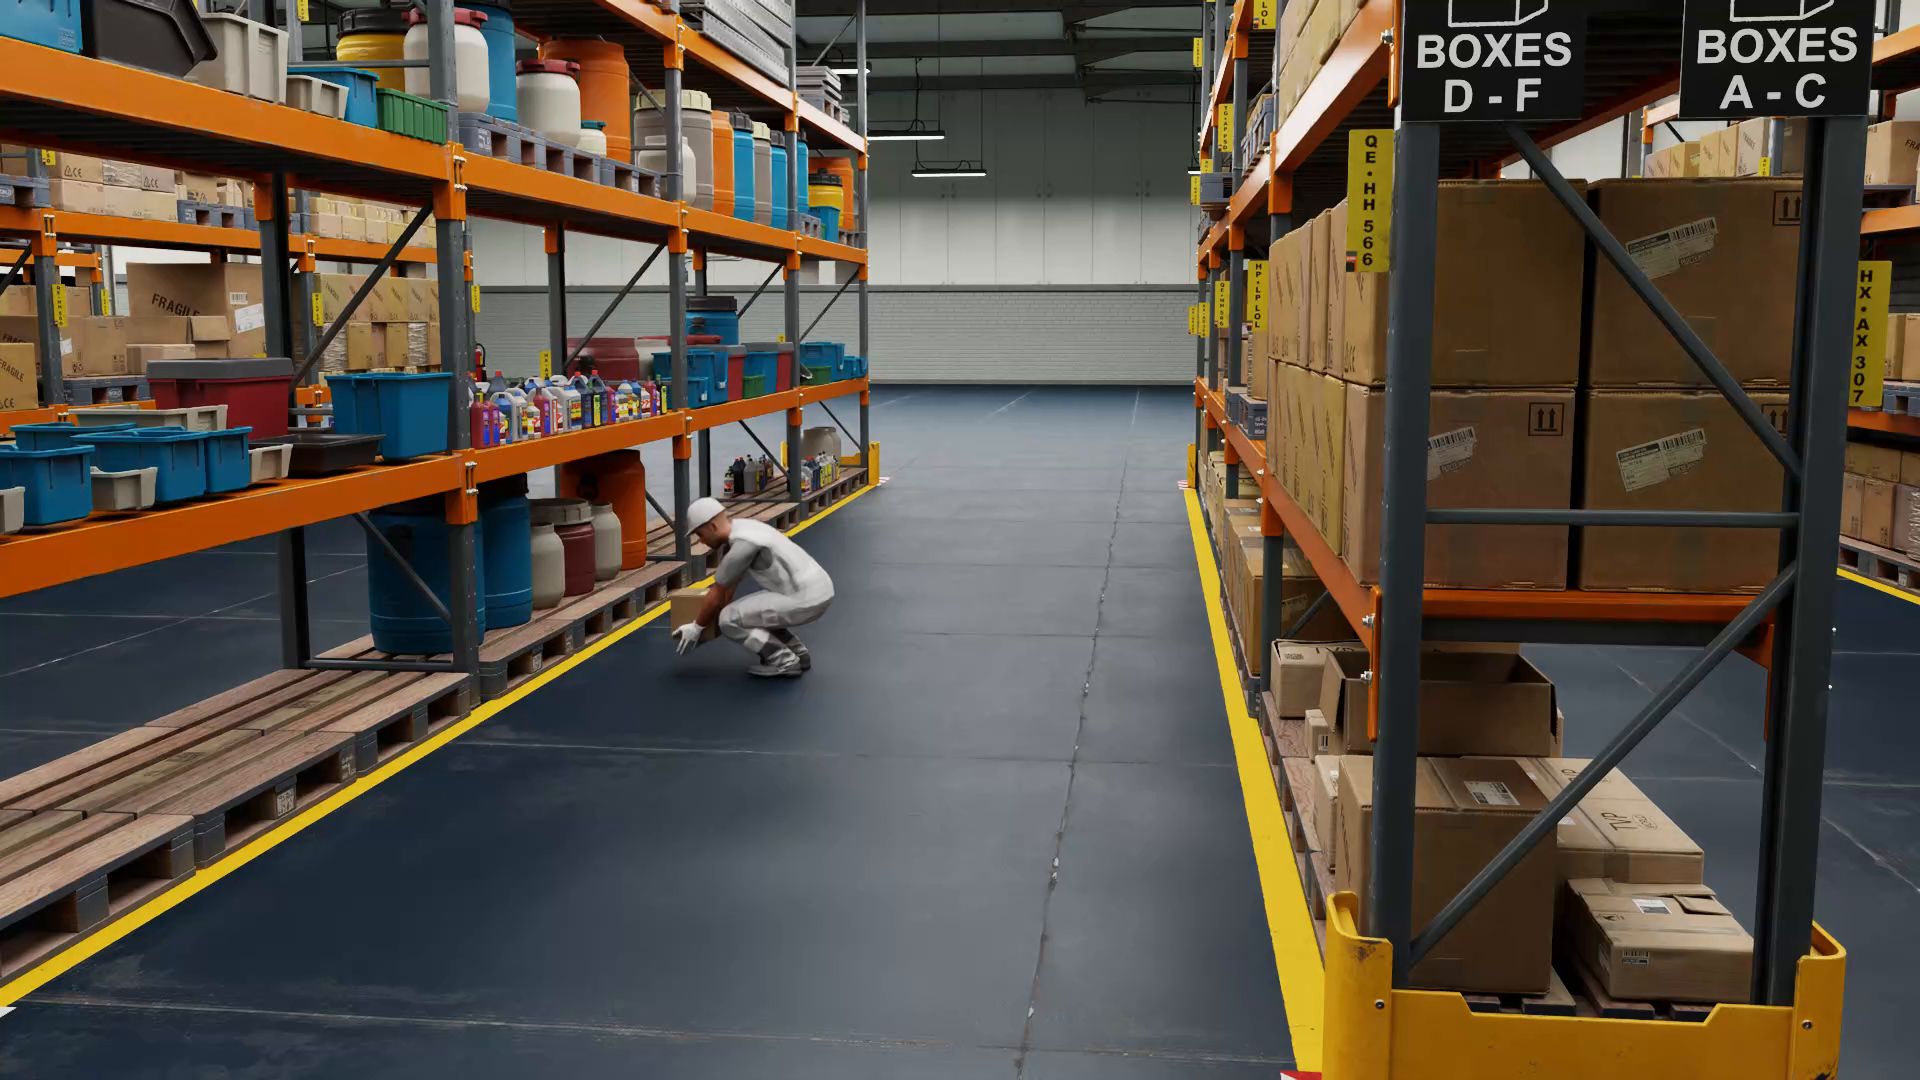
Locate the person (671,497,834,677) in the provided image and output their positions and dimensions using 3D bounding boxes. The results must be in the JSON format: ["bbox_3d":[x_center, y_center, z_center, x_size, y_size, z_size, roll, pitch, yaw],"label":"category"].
[{"bbox_3d":[-1.155,0.255,9.329,0.881,0.998,0.552,1,8,6],"label":"person"}]
